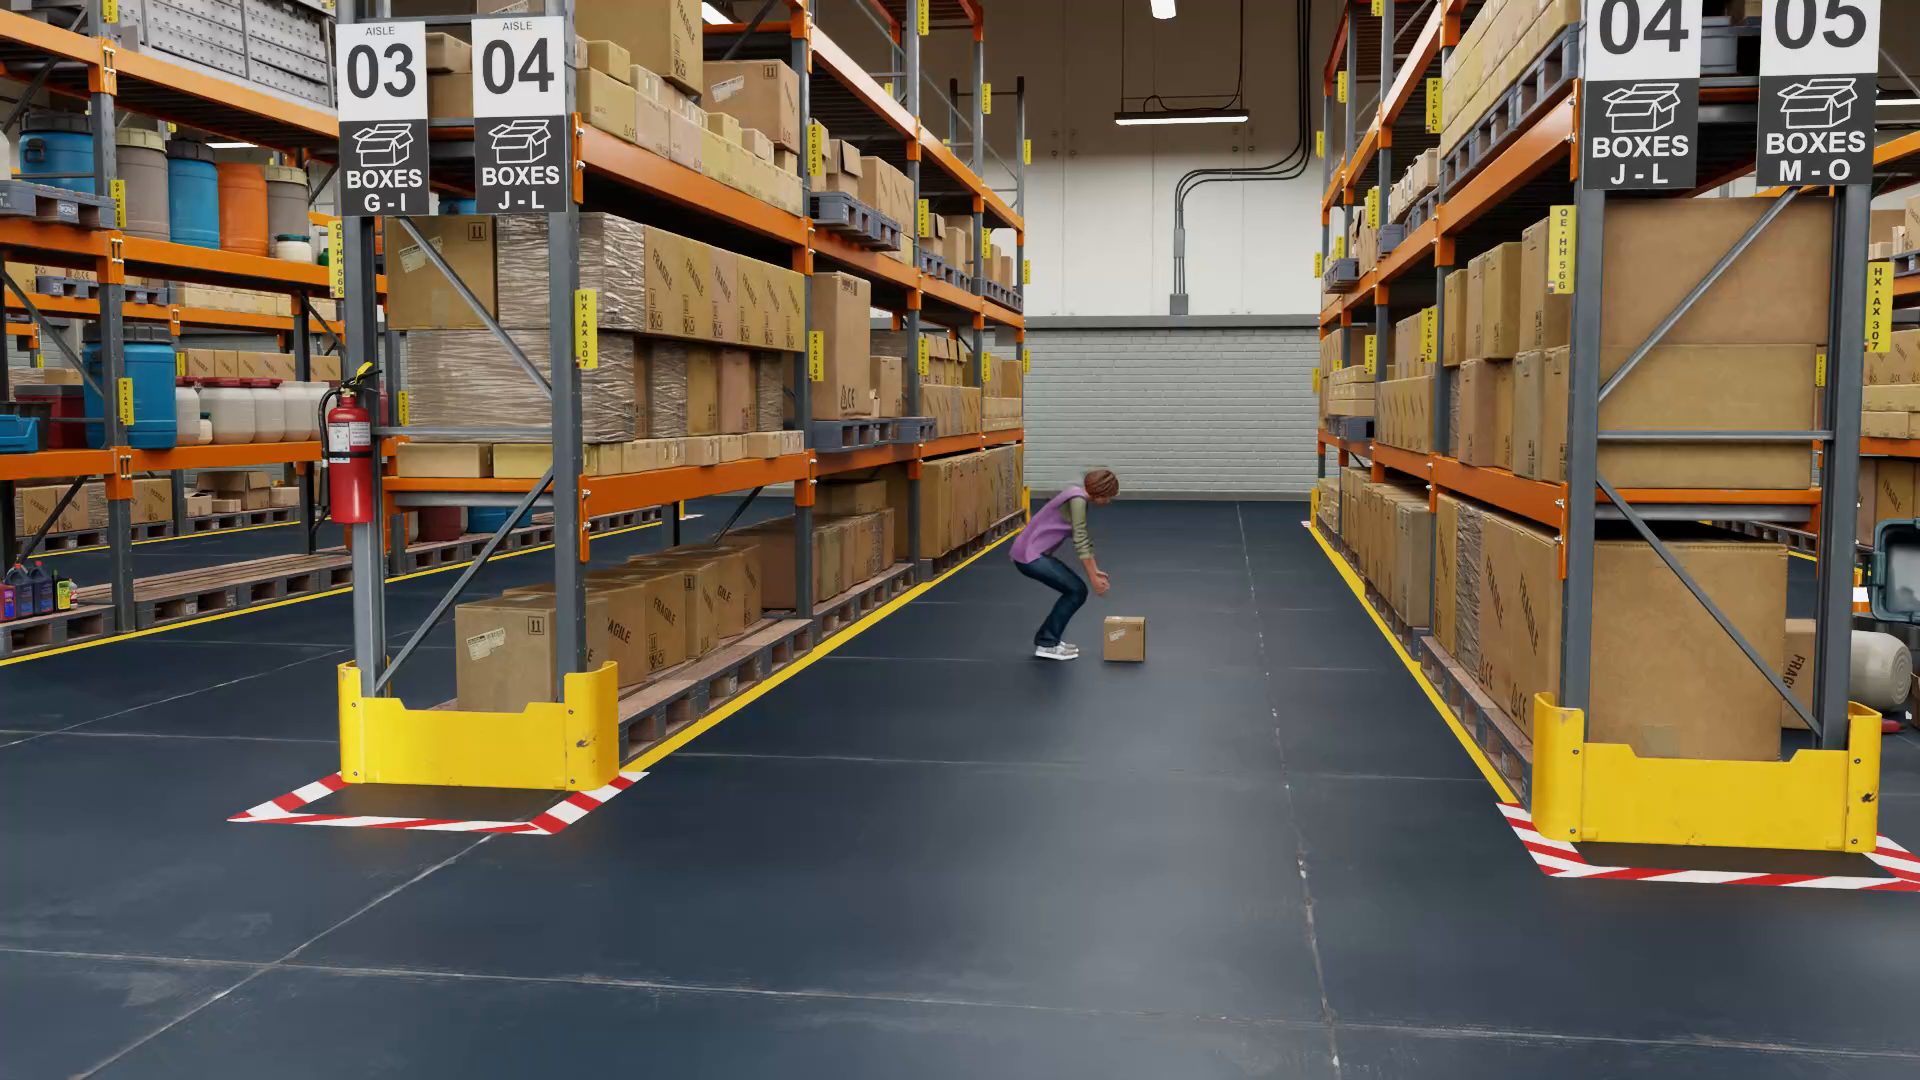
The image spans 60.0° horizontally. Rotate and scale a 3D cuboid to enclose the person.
[{"bbox_3d":[0.669,0.146,10.716,0.701,1.214,0.461,1,5,9],"label":"person"}]
